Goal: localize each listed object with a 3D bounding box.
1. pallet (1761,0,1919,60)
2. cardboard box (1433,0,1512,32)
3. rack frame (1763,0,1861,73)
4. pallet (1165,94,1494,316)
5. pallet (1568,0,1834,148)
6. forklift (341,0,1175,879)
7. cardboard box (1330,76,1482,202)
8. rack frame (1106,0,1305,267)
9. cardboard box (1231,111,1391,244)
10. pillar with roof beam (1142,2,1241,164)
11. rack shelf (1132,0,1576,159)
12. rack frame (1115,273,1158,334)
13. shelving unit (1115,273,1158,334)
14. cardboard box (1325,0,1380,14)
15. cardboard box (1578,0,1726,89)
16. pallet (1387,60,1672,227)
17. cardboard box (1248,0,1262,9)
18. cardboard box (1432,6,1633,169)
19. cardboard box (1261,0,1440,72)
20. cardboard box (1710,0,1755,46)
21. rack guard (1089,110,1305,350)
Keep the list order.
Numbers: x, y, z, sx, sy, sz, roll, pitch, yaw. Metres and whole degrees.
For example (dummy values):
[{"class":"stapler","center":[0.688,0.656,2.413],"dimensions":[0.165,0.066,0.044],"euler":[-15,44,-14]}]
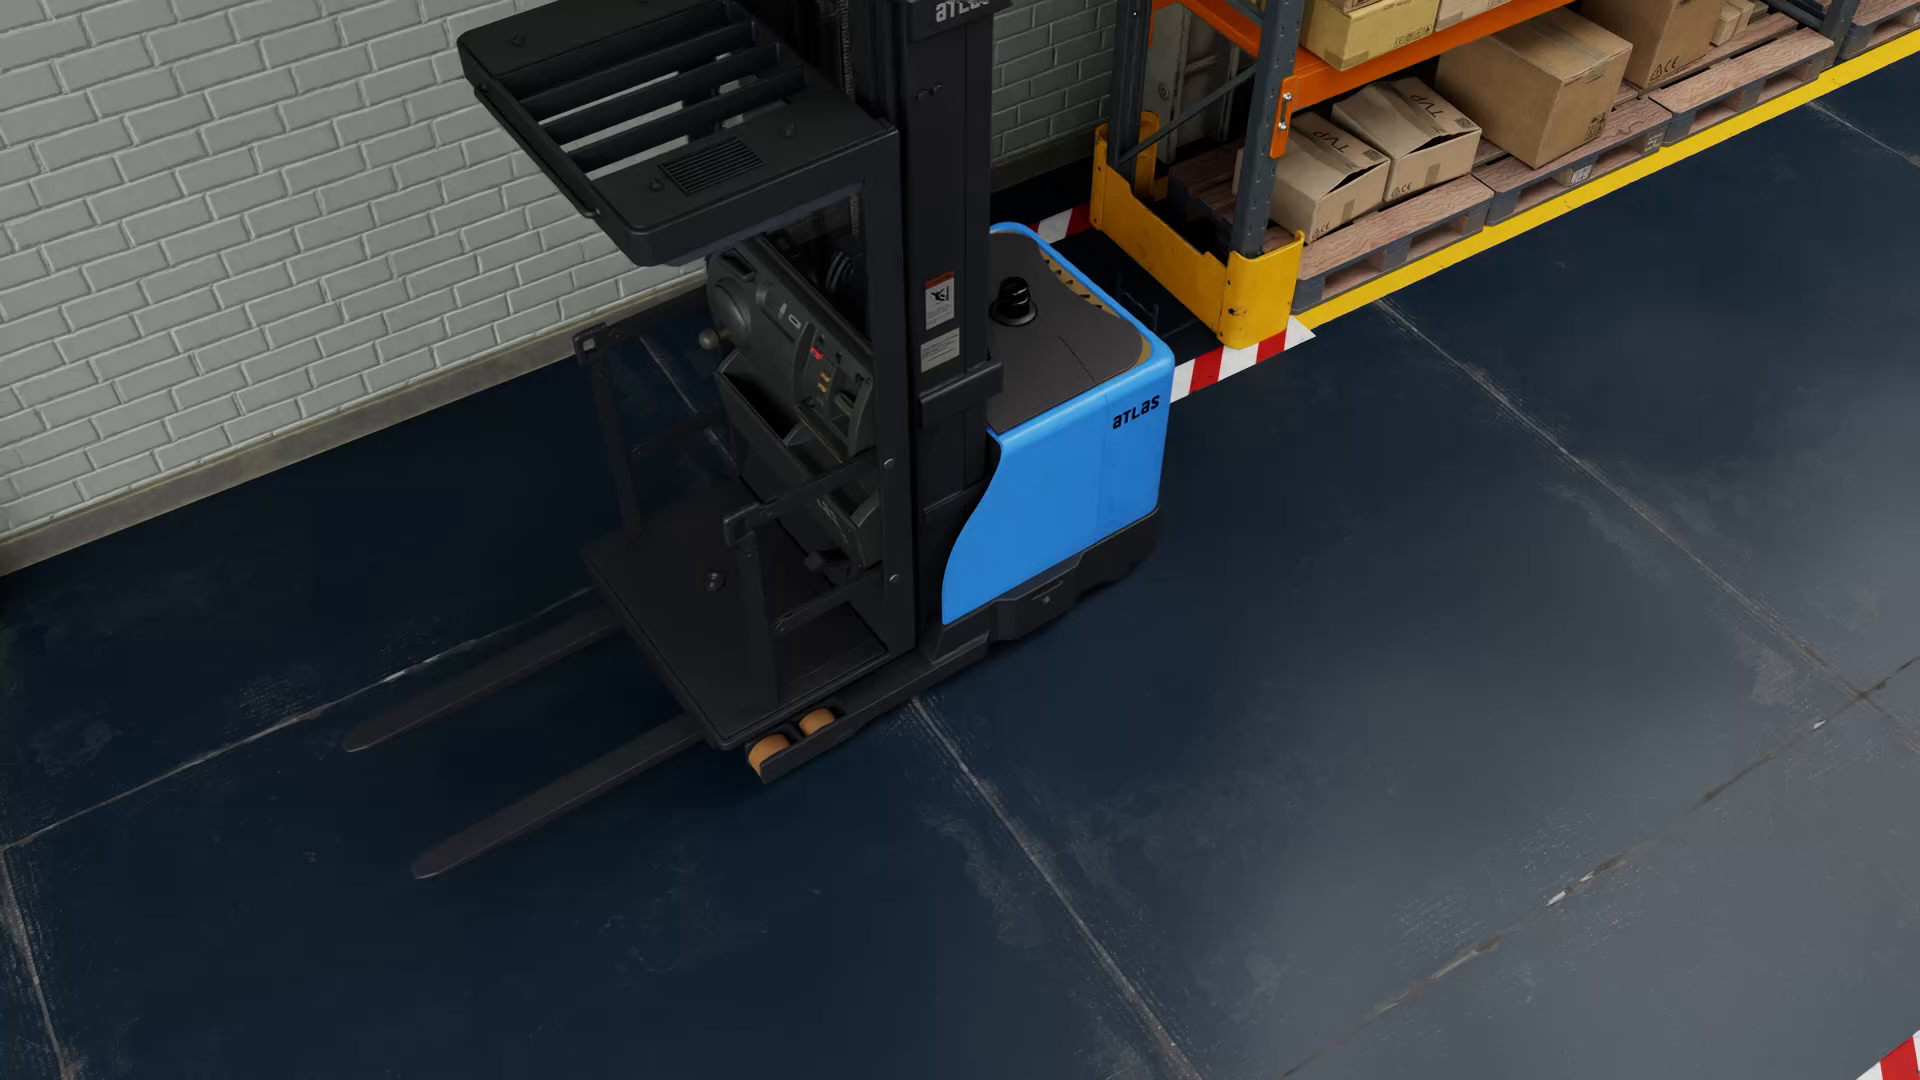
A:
[{"class":"pallet","center":[5.036,-3.218,9.419],"dimensions":[1.213,0.211,1.003],"euler":[-25,53,-21]},{"class":"cardboard box","center":[2.009,-2.407,6.917],"dimensions":[0.500,0.250,0.500],"euler":[-27,54,-22]},{"class":"rack frame","center":[4.379,-3.834,8.101],"dimensions":[0.127,3.000,1.000],"euler":[-25,53,-21]},{"class":"pallet","center":[1.766,-1.644,8.018],"dimensions":[1.213,0.211,1.003],"euler":[-25,53,-21]},{"class":"pallet","center":[3.829,-2.617,8.884],"dimensions":[1.213,0.211,1.003],"euler":[-25,53,-21]},{"class":"forklift","center":[-0.721,-0.576,5.246],"dimensions":[3.031,2.935,1.130],"euler":[-28,54,-23]},{"class":"cardboard box","center":[2.111,-1.938,7.919],"dimensions":[0.500,0.311,0.500],"euler":[-21,52,-18]},{"class":"rack frame","center":[0.996,-2.240,6.682],"dimensions":[0.127,3.000,1.000],"euler":[-25,53,-21]},{"class":"cardboard box","center":[1.629,-1.711,7.716],"dimensions":[0.500,0.311,0.500],"euler":[-31,55,-25]},{"class":"pillar with roof beam","center":[3.423,-2.341,2.755],"dimensions":[0.400,9.000,9.100],"euler":[-25,53,-21]},{"class":"rack shelf","center":[2.687,-2.798,7.660],"dimensions":[4.000,0.370,1.077],"euler":[-25,53,-21]},{"class":"rack frame","center":[0.677,-0.655,6.676],"dimensions":[0.006,0.900,0.240],"euler":[-28,54,-23]},{"class":"shelving unit","center":[0.594,-0.611,6.637],"dimensions":[0.210,0.900,0.258],"euler":[-28,54,-23]},{"class":"cardboard box","center":[1.560,-2.447,6.450],"dimensions":[0.500,0.500,0.500],"euler":[-25,53,-21]},{"class":"cardboard box","center":[3.522,-2.710,8.479],"dimensions":[0.500,0.500,0.500],"euler":[-29,54,-23]},{"class":"pallet","center":[2.796,-2.127,8.448],"dimensions":[1.213,0.211,1.003],"euler":[-25,53,-21]},{"class":"cardboard box","center":[1.287,-2.505,7.005],"dimensions":[0.500,0.250,0.500],"euler":[-25,53,-20]},{"class":"cardboard box","center":[2.758,-2.262,8.080],"dimensions":[0.500,0.500,0.700],"euler":[-28,54,-23]},{"class":"cardboard box","center":[1.578,-2.191,6.725],"dimensions":[0.500,0.250,0.500],"euler":[-27,54,-22]},{"class":"cardboard box","center":[3.942,-2.806,8.788],"dimensions":[0.250,0.166,0.380],"euler":[-32,56,-25]},{"class":"rack guard","center":[1.060,-1.439,7.642],"dimensions":[0.348,0.500,1.175],"euler":[-25,53,-21]}]
